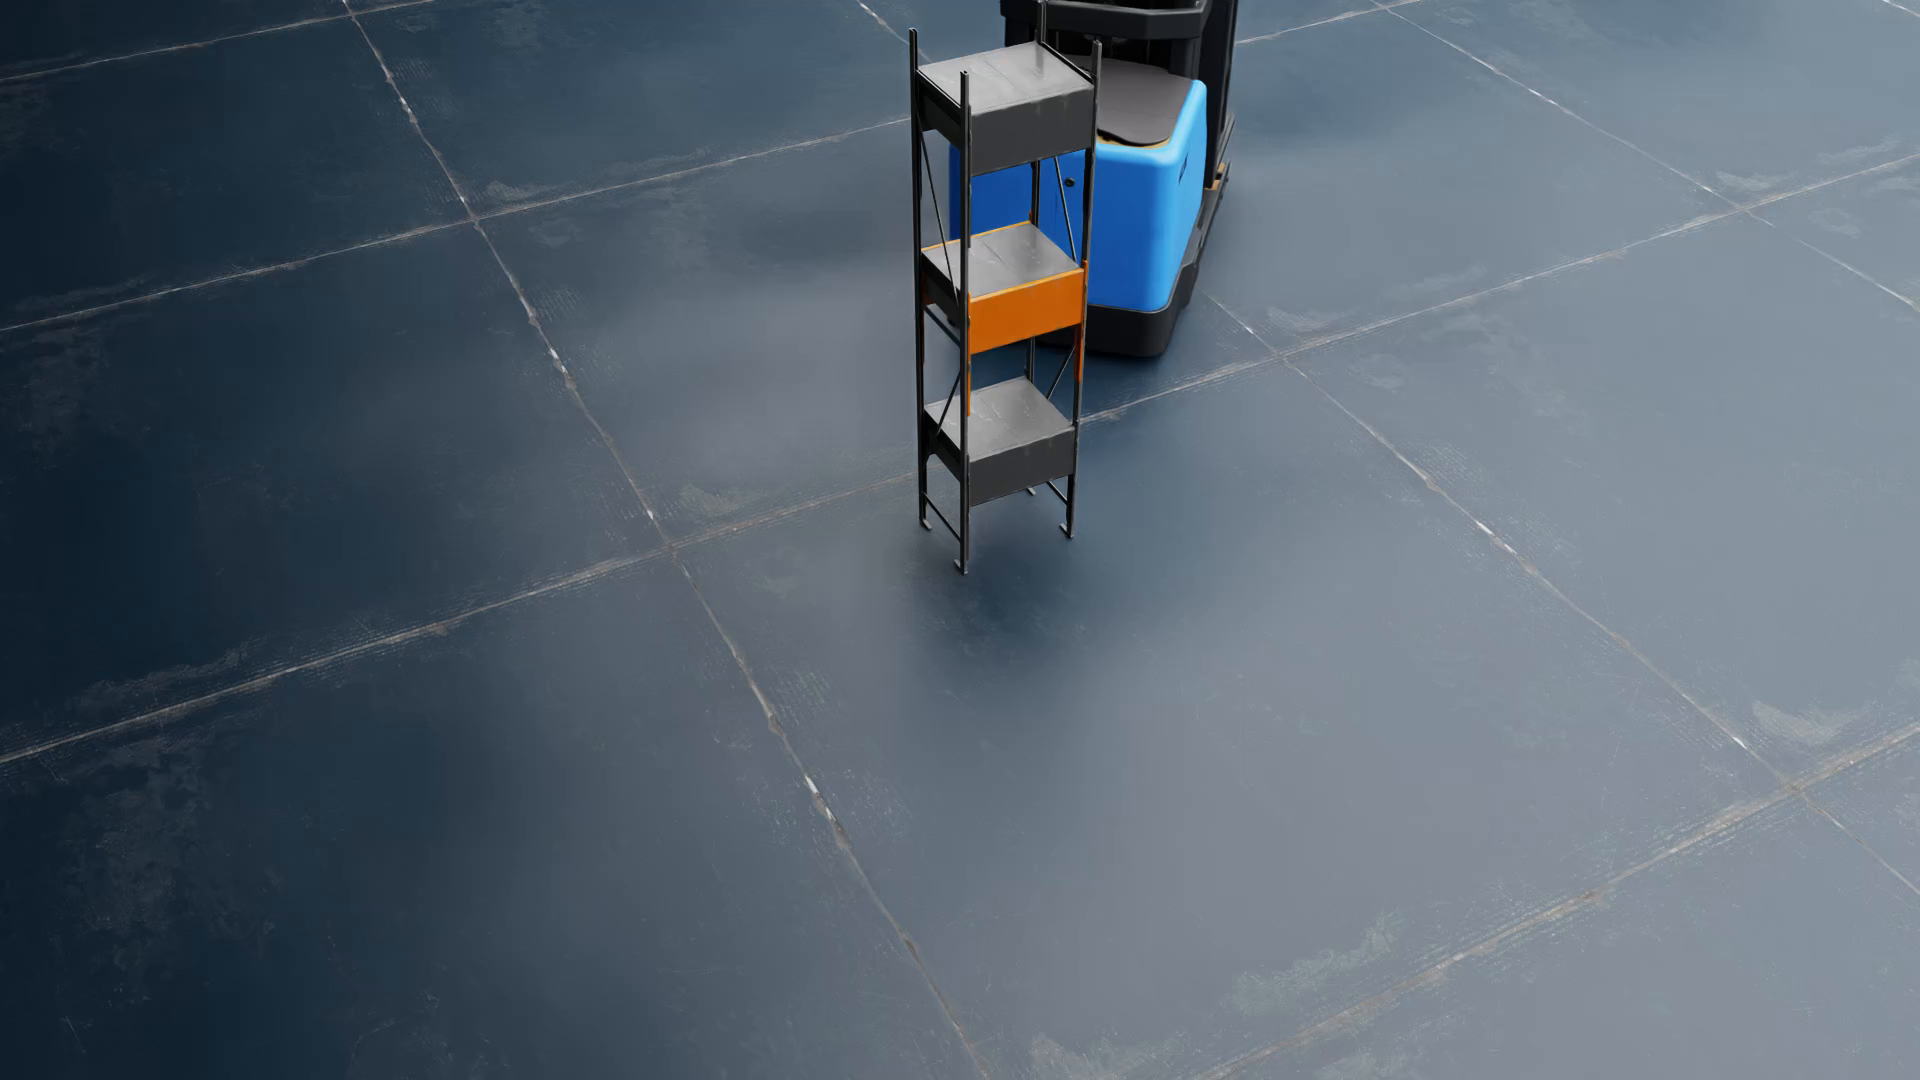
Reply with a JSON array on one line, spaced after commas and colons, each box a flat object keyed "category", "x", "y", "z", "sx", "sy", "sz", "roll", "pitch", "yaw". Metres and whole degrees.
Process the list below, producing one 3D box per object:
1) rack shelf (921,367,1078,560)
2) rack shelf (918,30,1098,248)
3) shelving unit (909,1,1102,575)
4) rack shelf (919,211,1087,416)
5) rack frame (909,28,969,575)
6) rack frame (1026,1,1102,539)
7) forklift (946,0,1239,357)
[{"category": "rack shelf", "x": 0.147, "y": -0.306, "z": 6.591, "sx": 0.480, "sy": 0.518, "sz": 0.431, "roll": -19, "pitch": 44, "yaw": -21}, {"category": "rack shelf", "x": 0.147, "y": -1.375, "z": 5.687, "sx": 0.480, "sy": 0.518, "sz": 0.431, "roll": -19, "pitch": 44, "yaw": -21}, {"category": "shelving unit", "x": 0.147, "y": -0.851, "z": 6.130, "sx": 0.503, "sy": 2.100, "sz": 0.431, "roll": -19, "pitch": 44, "yaw": -21}, {"category": "rack shelf", "x": 0.147, "y": -0.840, "z": 6.139, "sx": 0.480, "sy": 0.518, "sz": 0.431, "roll": -19, "pitch": 44, "yaw": -21}, {"category": "rack frame", "x": -0.070, "y": -0.778, "z": 6.044, "sx": 0.015, "sy": 2.100, "sz": 0.400, "roll": -19, "pitch": 44, "yaw": -21}, {"category": "rack frame", "x": 0.363, "y": -0.924, "z": 6.216, "sx": 0.015, "sy": 2.100, "sz": 0.400, "roll": -19, "pitch": 44, "yaw": -21}, {"category": "forklift", "x": 0.823, "y": -2.919, "z": 7.930, "sx": 1.130, "sy": 2.935, "sz": 3.031, "roll": 10, "pitch": 41, "yaw": 12}]
